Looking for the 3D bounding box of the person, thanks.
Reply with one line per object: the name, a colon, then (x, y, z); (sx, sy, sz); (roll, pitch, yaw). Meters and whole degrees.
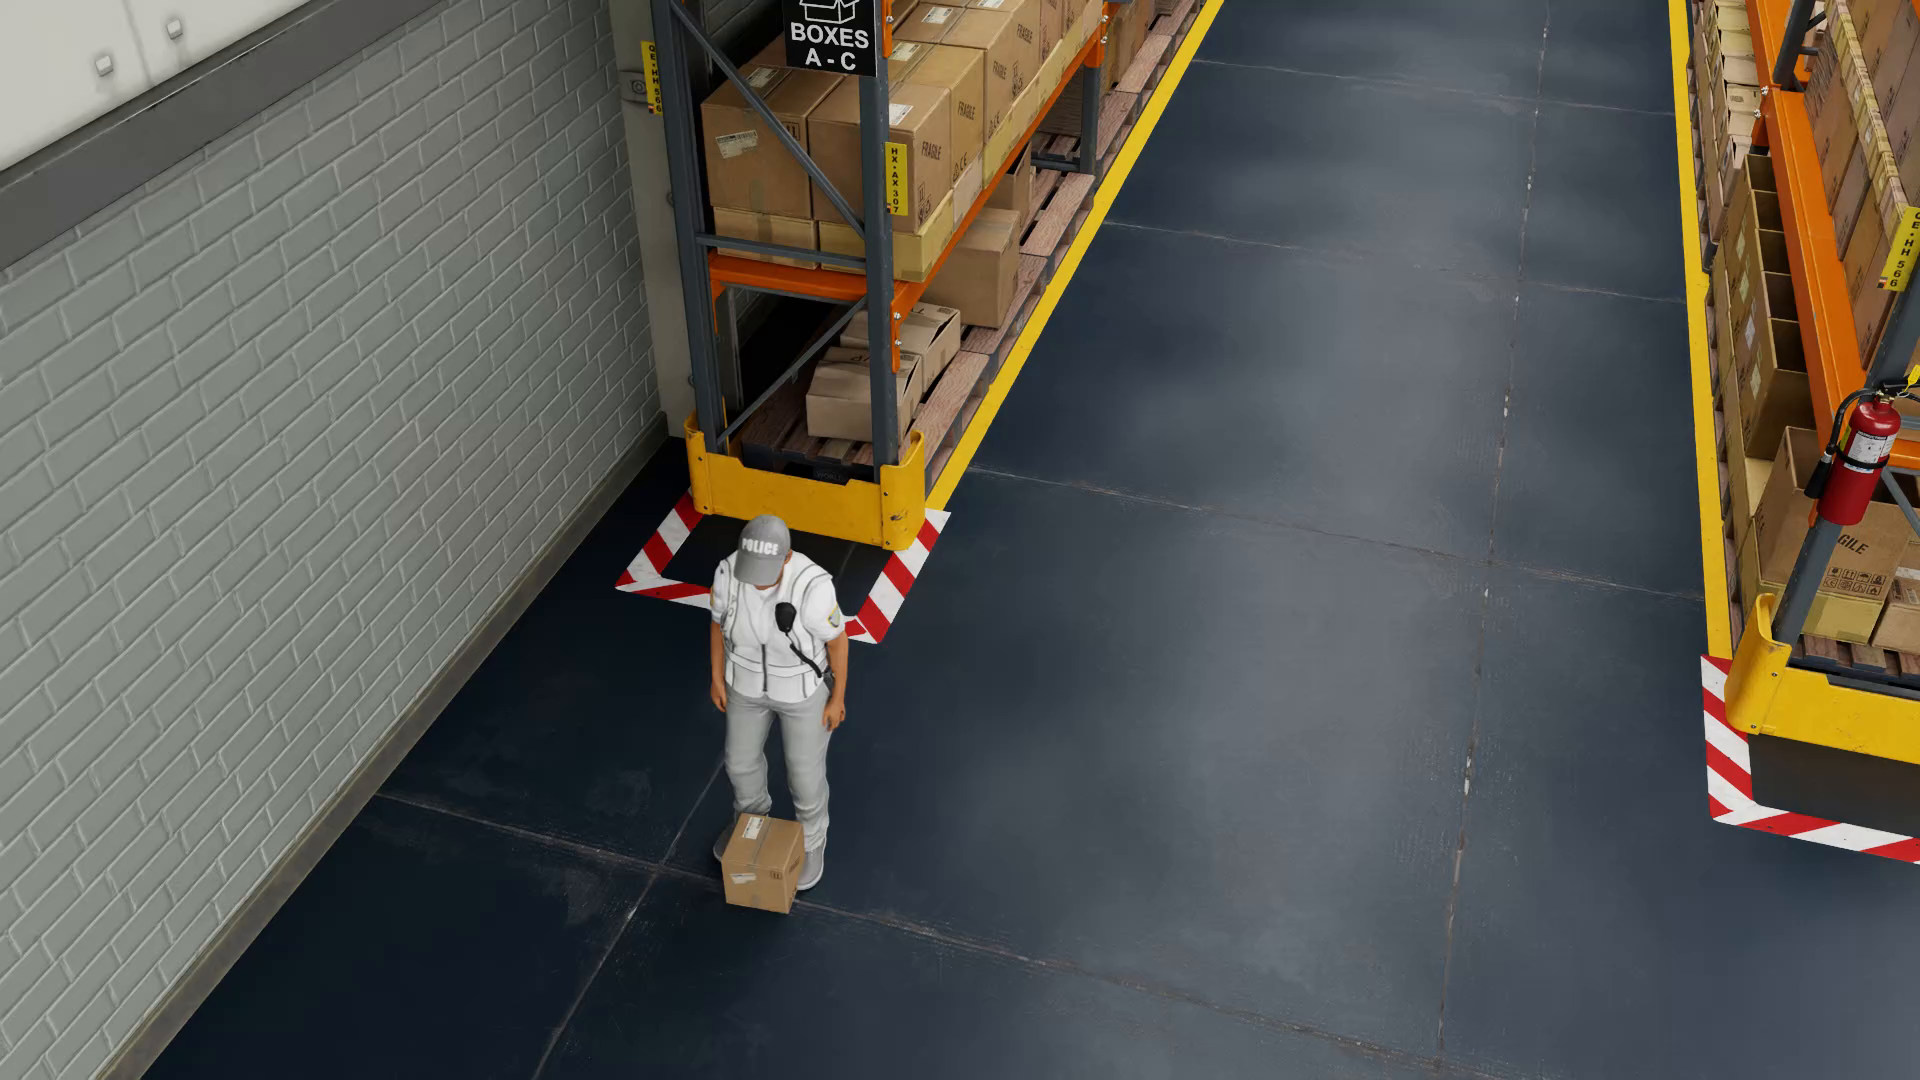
person: (-0.688, 0.558, 6.152); (0.557, 1.665, 0.467); (9, 38, 11)
